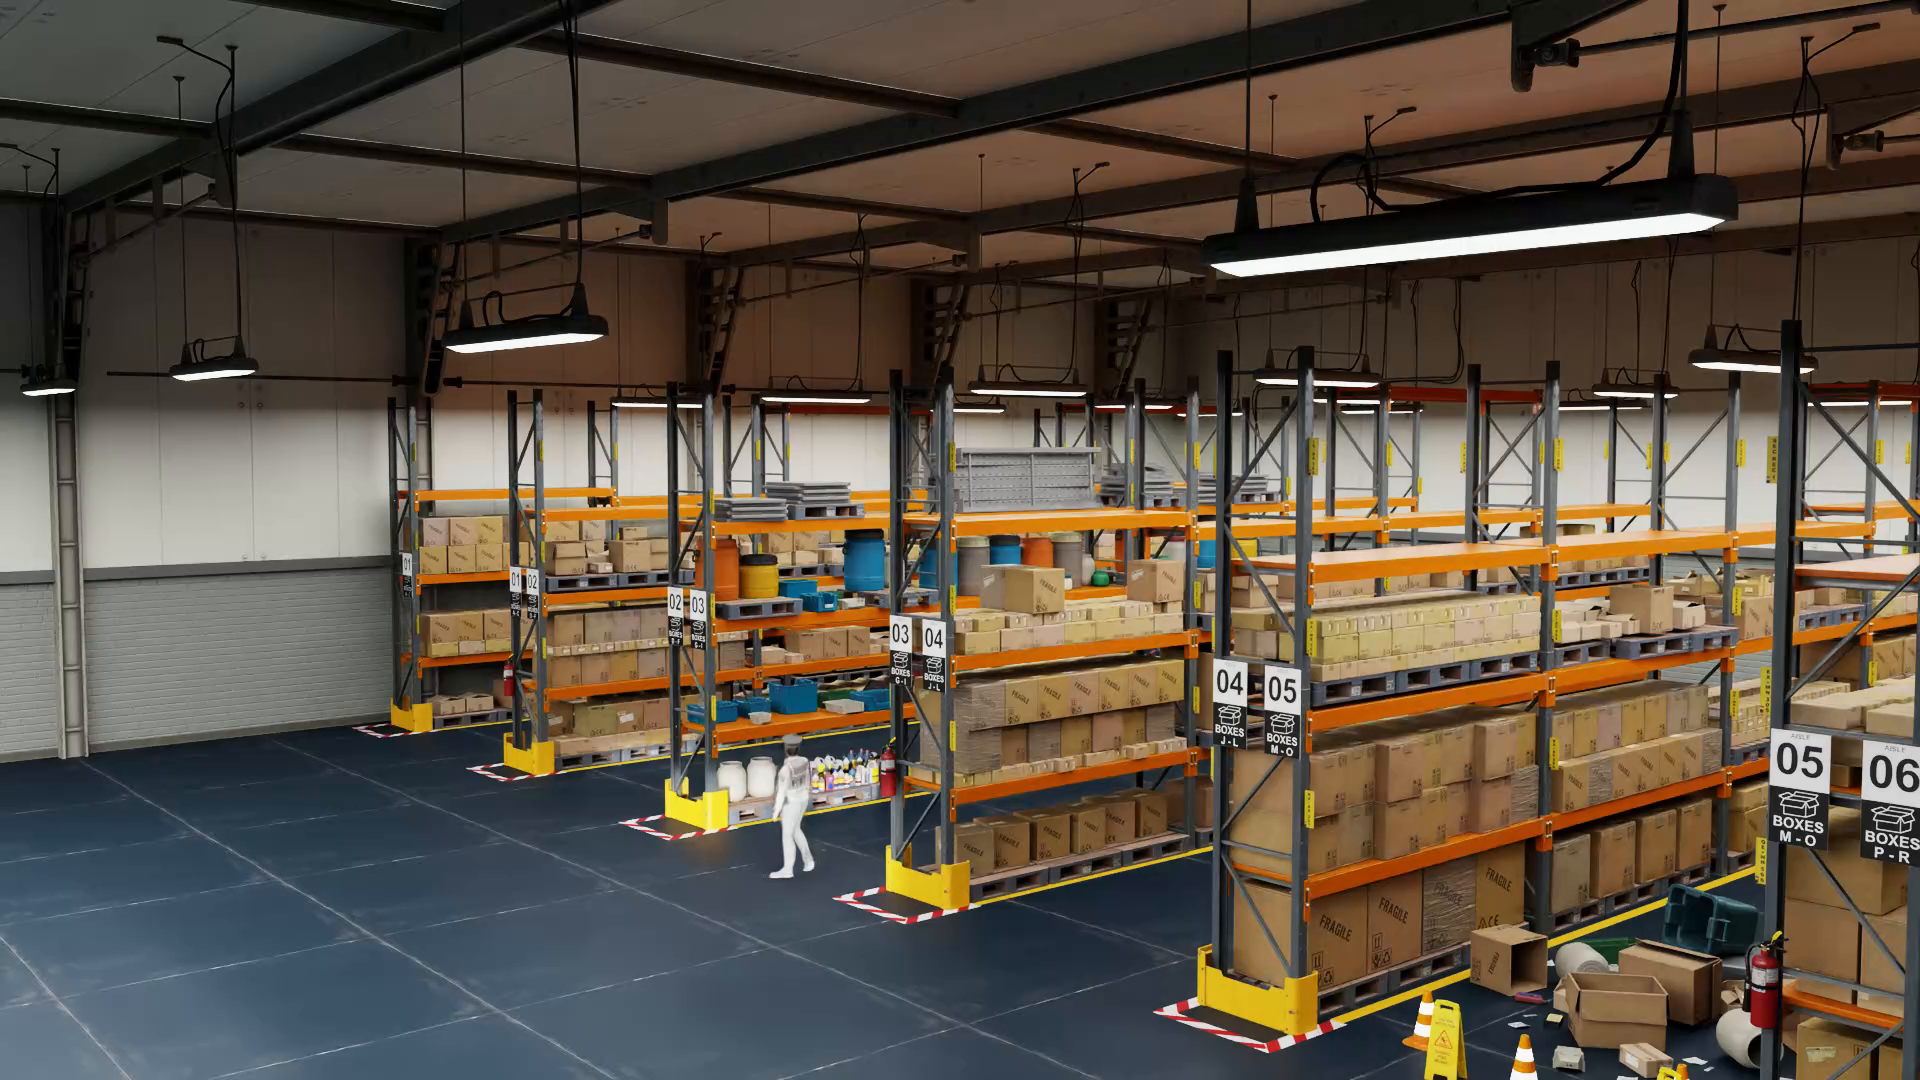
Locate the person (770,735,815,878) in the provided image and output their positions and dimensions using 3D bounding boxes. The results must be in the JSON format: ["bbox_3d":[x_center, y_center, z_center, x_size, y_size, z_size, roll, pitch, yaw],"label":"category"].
[{"bbox_3d":[-1.990,3.167,19.827,0.417,1.687,0.555,1,4,22],"label":"person"}]
